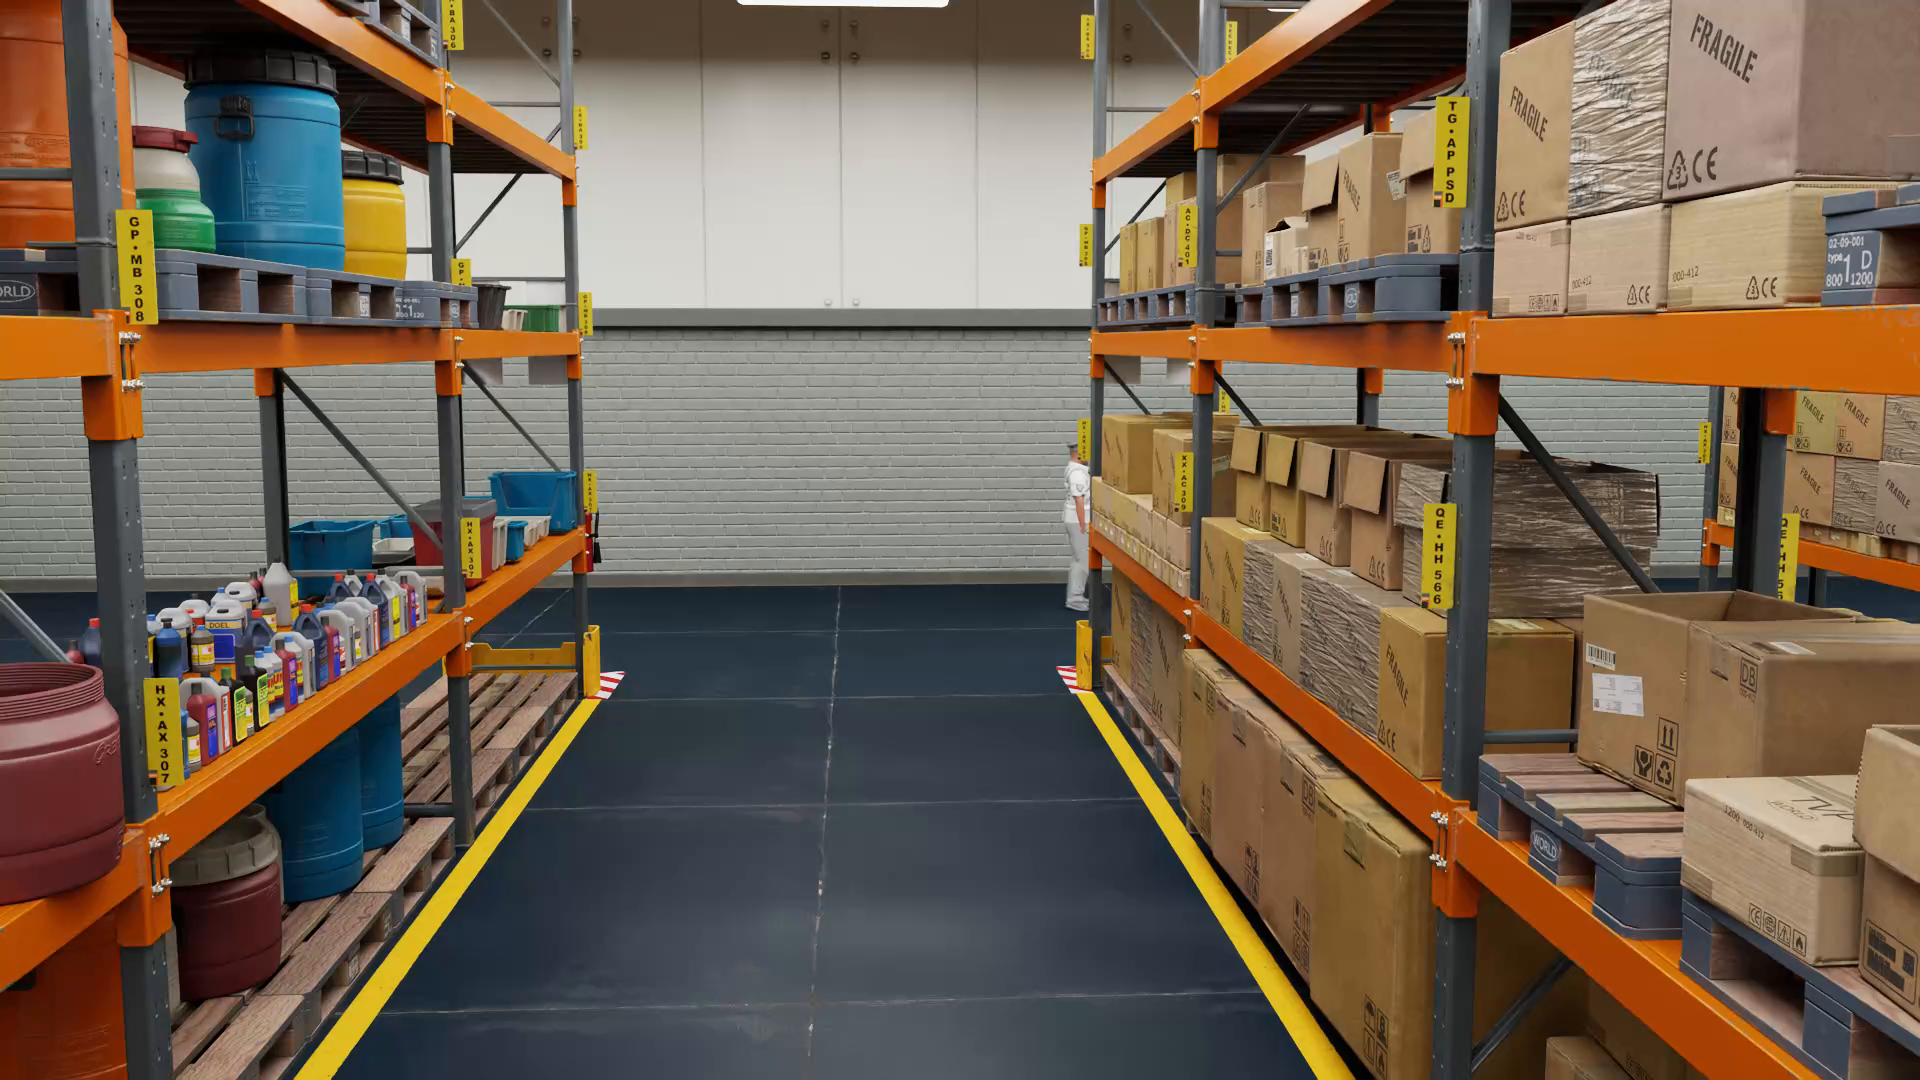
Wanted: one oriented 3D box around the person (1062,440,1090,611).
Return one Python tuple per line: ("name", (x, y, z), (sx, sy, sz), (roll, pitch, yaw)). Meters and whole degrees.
("person", (1.252, -0.159, 17.158), (0.393, 1.778, 0.527), (0, 7, -2))
